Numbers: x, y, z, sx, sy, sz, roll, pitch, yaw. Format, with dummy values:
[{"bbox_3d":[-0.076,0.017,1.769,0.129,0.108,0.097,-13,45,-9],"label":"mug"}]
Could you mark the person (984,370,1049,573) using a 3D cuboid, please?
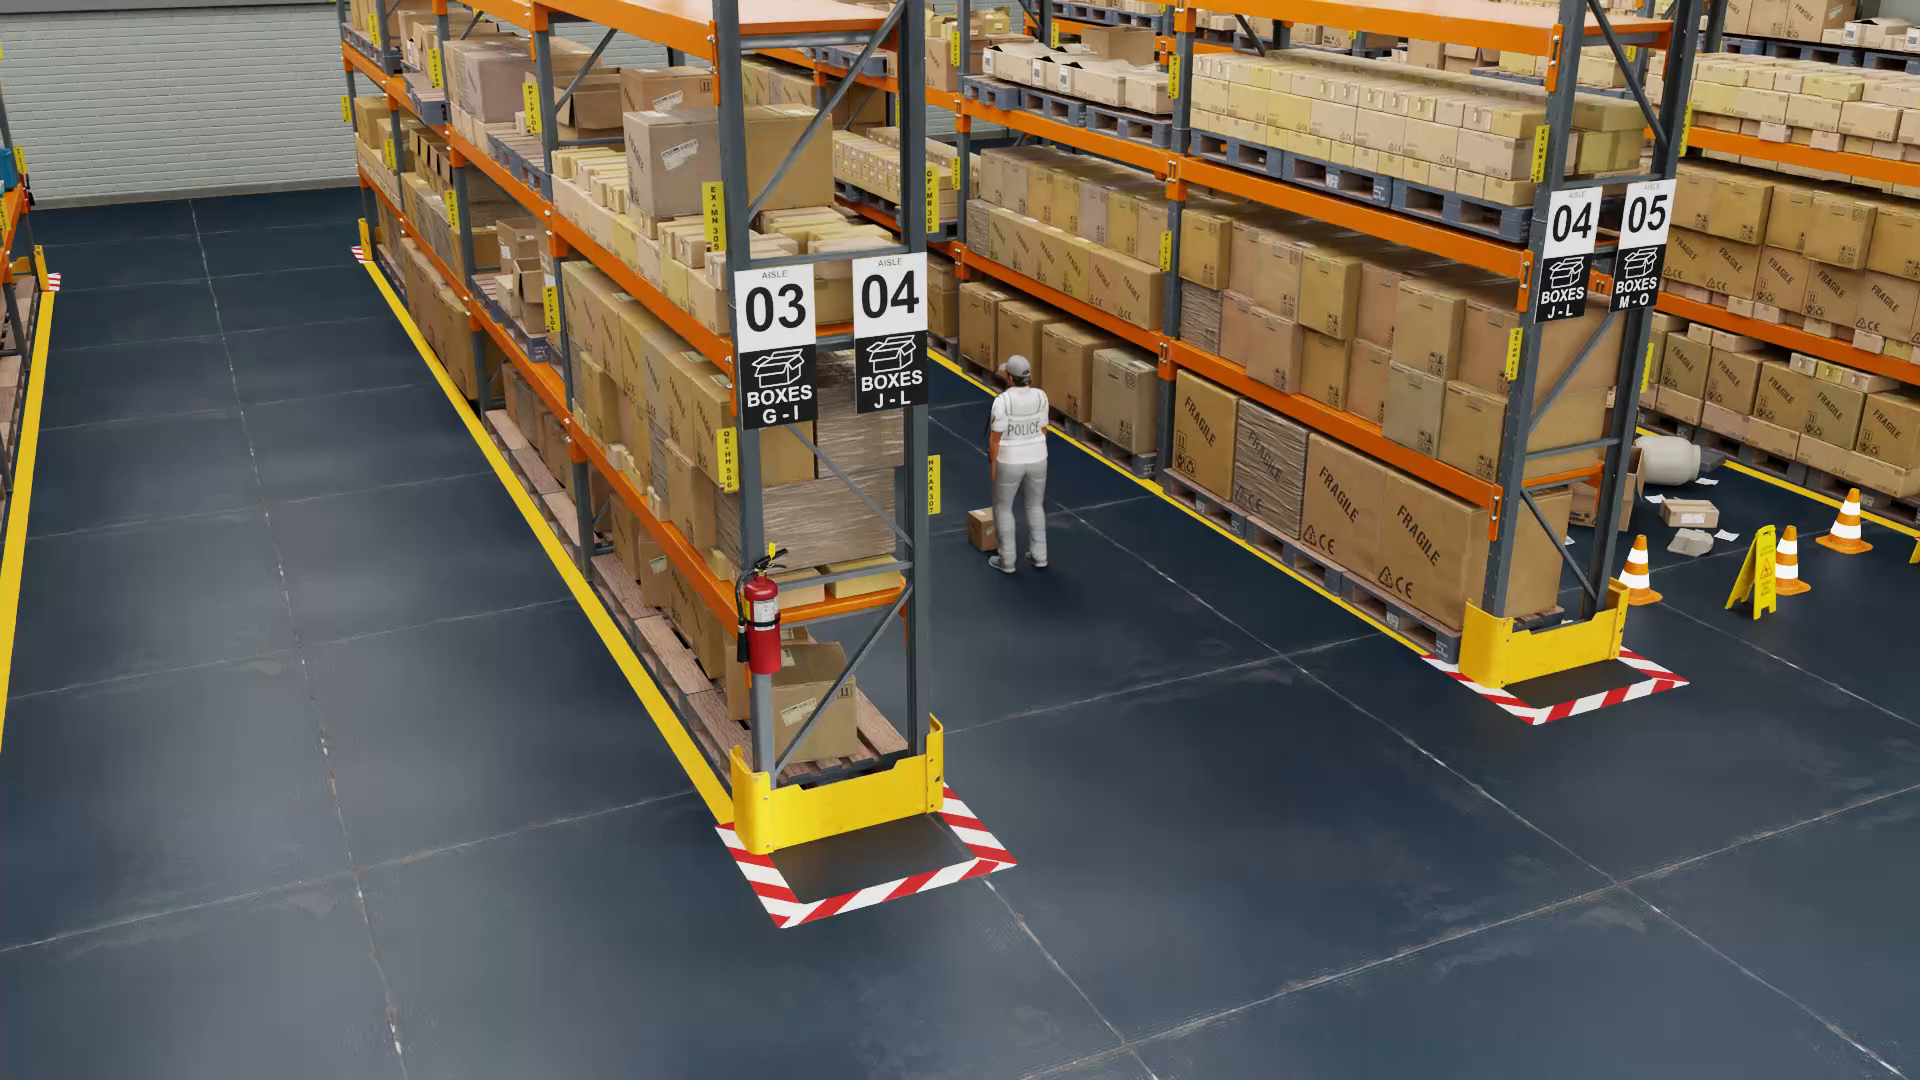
[{"bbox_3d":[0.420,-0.563,12.410,0.473,1.656,0.391,-10,24,-22],"label":"person"}]
